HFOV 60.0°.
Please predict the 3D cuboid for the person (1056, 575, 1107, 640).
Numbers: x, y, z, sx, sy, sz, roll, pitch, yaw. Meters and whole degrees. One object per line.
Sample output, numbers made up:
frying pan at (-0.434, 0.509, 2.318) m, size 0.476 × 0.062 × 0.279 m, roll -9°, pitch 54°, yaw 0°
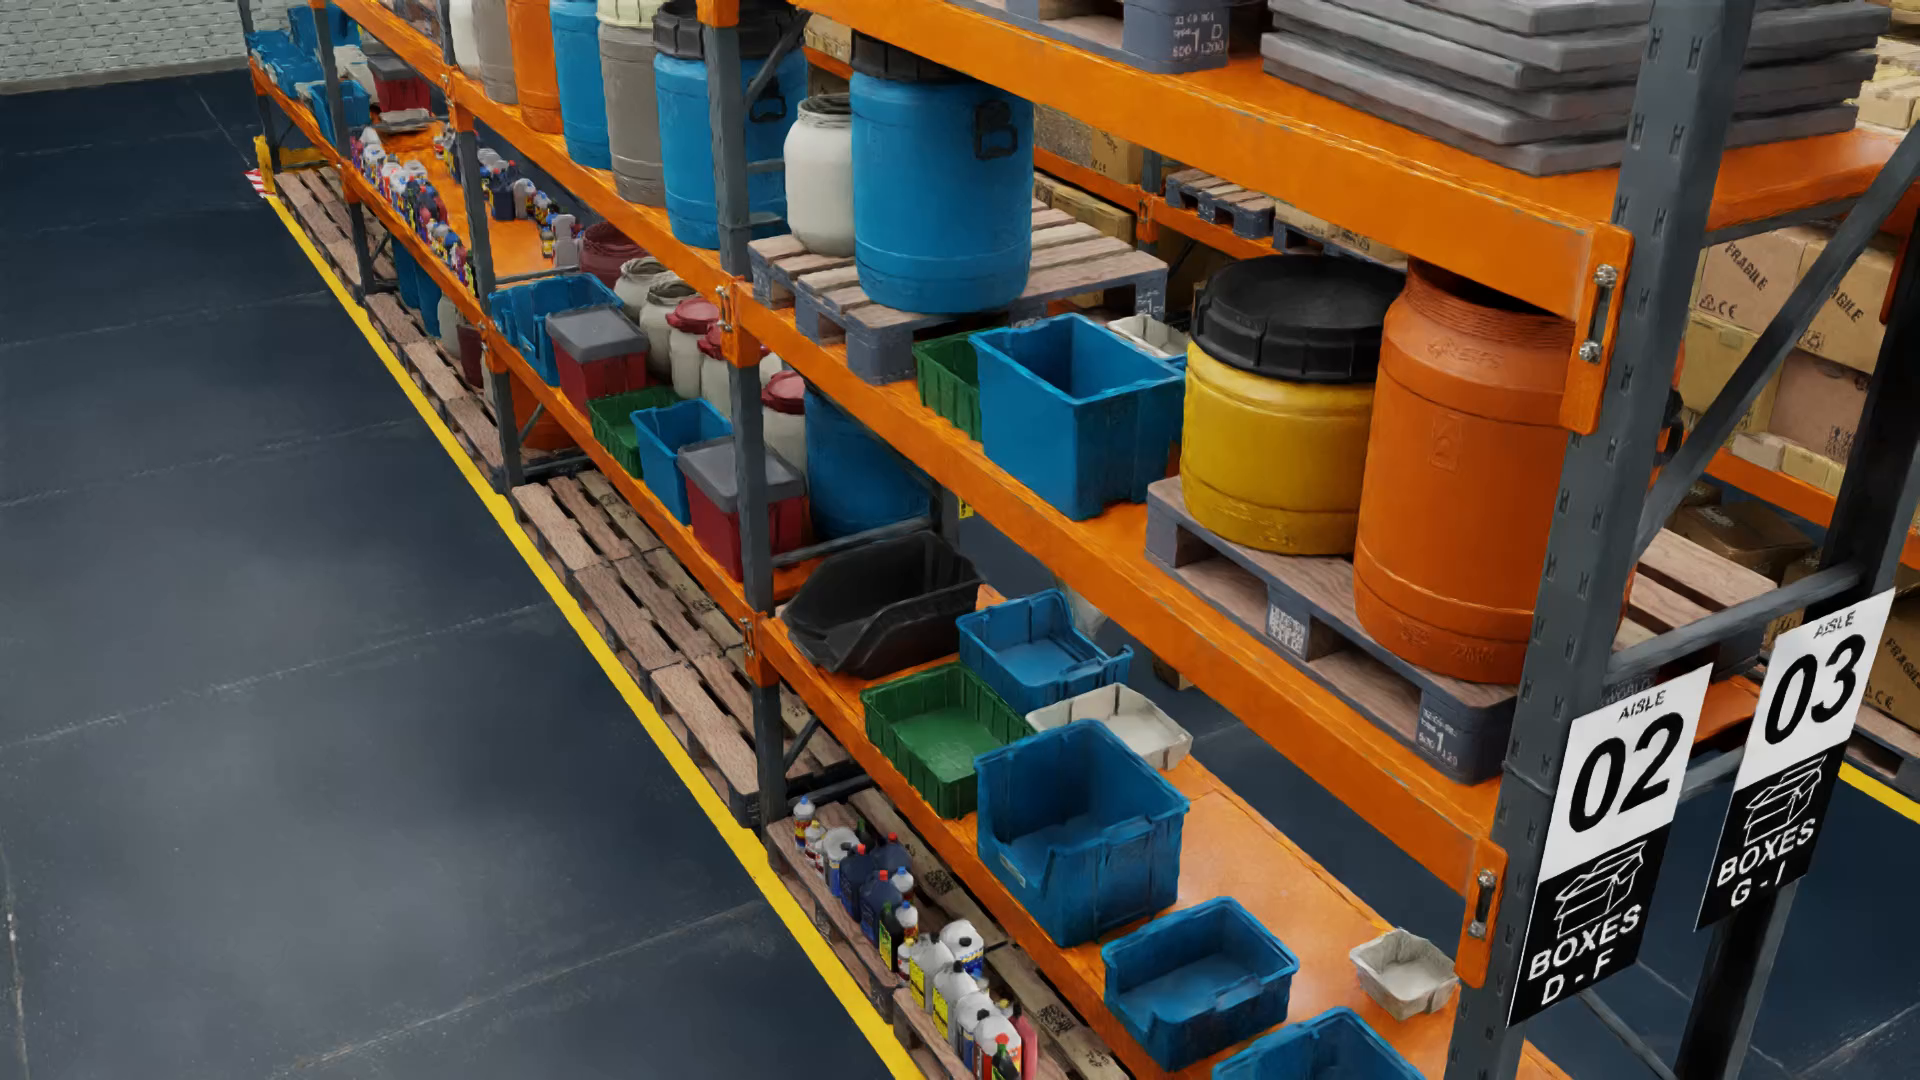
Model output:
person at (0.660, -0.053, 8.667) m, size 0.527 × 1.753 × 0.694 m, roll 23°, pitch 36°, yaw 35°
